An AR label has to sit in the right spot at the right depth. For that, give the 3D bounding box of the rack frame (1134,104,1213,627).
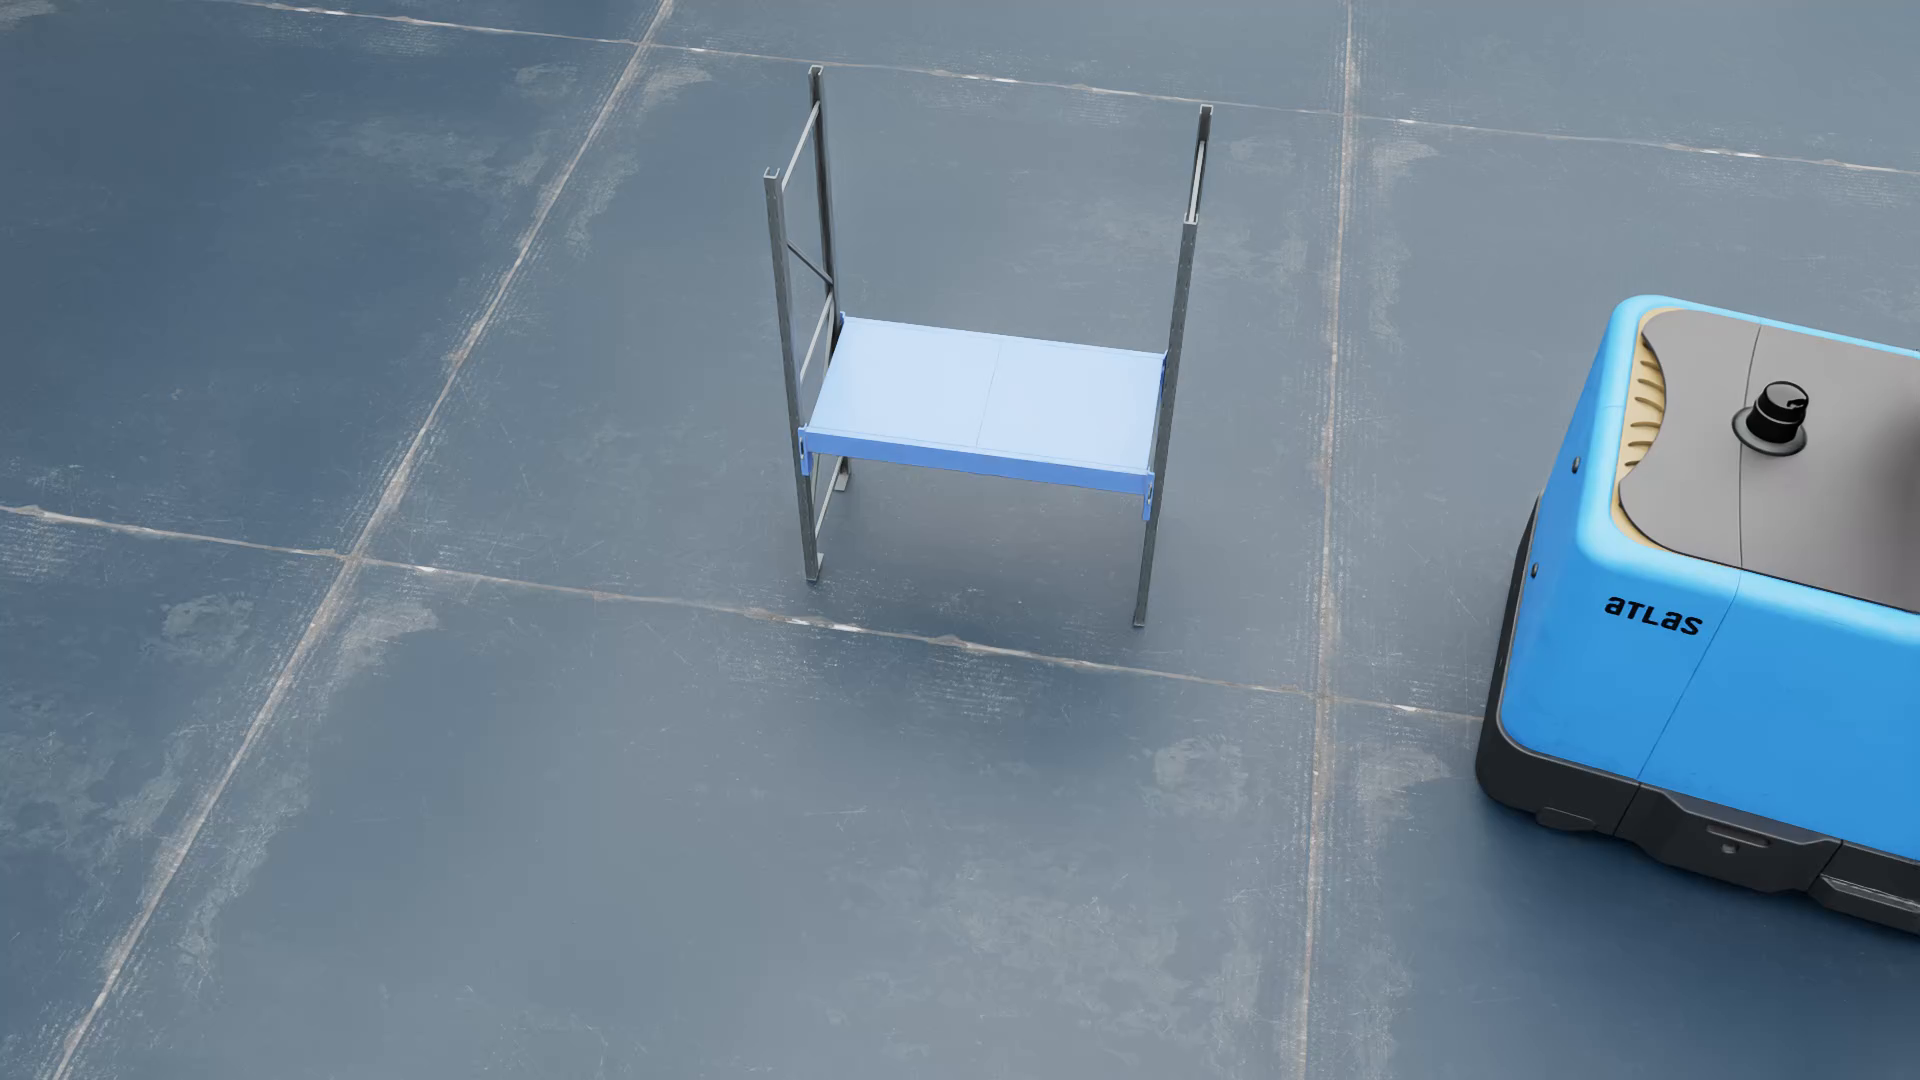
[{"bbox_3d":[0.584,-0.423,4.622,0.032,1.500,0.500,8,49,7],"label":"rack frame"}]

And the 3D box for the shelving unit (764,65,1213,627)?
[{"bbox_3d":[0.084,-0.490,4.682,1.048,1.500,0.538,8,49,7],"label":"shelving unit"}]

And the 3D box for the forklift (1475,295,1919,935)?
[{"bbox_3d":[2.990,-0.211,3.469,3.031,2.935,1.130,16,50,14],"label":"forklift"}]

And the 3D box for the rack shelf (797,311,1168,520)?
[{"bbox_3d":[0.084,-0.370,4.816,1.000,0.185,0.538,8,49,7],"label":"rack shelf"}]

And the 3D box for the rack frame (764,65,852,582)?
[{"bbox_3d":[-0.416,-0.557,4.742,0.032,1.500,0.500,8,49,7],"label":"rack frame"}]
